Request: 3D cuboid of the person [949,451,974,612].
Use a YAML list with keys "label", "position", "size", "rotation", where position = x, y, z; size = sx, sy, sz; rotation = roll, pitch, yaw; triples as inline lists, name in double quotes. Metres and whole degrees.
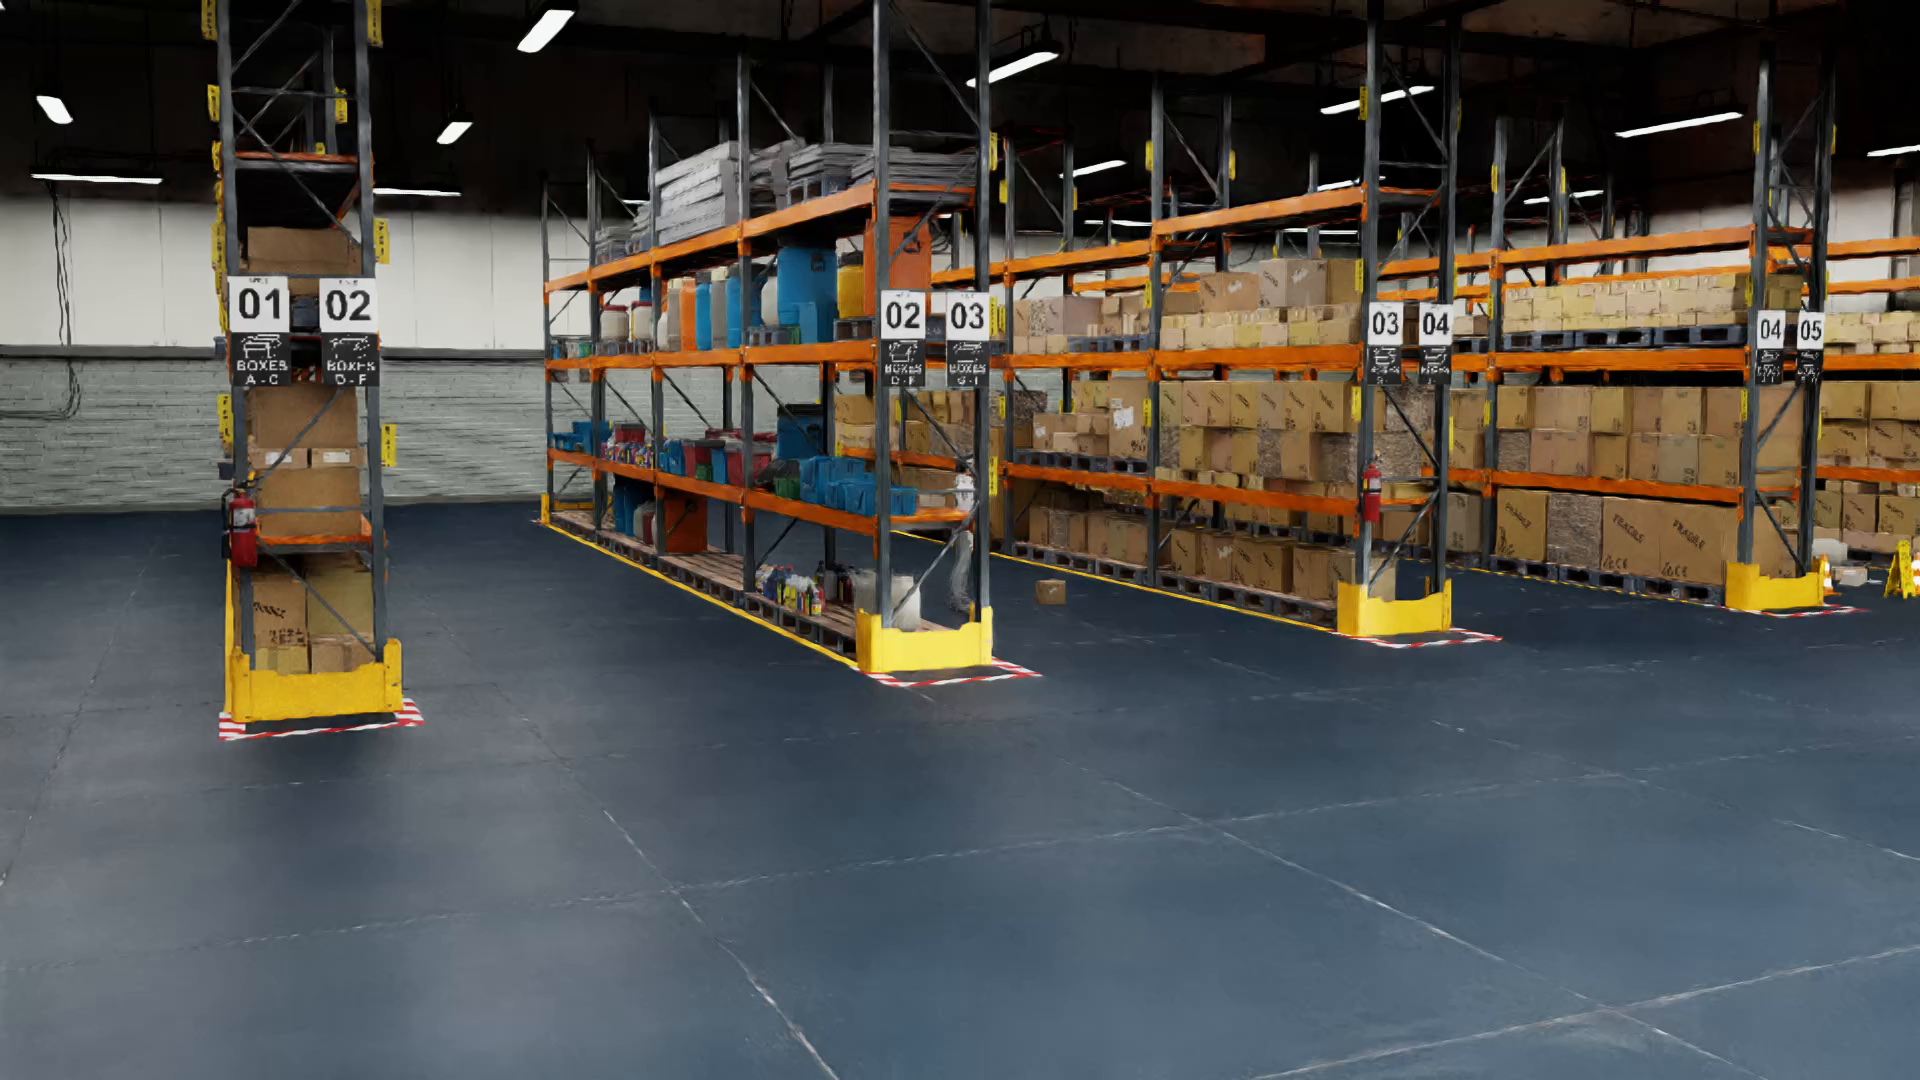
- label: "person"
  position: [0.054, -0.101, 17.711]
  size: [0.355, 1.683, 0.577]
  rotation: [0, 6, -2]
